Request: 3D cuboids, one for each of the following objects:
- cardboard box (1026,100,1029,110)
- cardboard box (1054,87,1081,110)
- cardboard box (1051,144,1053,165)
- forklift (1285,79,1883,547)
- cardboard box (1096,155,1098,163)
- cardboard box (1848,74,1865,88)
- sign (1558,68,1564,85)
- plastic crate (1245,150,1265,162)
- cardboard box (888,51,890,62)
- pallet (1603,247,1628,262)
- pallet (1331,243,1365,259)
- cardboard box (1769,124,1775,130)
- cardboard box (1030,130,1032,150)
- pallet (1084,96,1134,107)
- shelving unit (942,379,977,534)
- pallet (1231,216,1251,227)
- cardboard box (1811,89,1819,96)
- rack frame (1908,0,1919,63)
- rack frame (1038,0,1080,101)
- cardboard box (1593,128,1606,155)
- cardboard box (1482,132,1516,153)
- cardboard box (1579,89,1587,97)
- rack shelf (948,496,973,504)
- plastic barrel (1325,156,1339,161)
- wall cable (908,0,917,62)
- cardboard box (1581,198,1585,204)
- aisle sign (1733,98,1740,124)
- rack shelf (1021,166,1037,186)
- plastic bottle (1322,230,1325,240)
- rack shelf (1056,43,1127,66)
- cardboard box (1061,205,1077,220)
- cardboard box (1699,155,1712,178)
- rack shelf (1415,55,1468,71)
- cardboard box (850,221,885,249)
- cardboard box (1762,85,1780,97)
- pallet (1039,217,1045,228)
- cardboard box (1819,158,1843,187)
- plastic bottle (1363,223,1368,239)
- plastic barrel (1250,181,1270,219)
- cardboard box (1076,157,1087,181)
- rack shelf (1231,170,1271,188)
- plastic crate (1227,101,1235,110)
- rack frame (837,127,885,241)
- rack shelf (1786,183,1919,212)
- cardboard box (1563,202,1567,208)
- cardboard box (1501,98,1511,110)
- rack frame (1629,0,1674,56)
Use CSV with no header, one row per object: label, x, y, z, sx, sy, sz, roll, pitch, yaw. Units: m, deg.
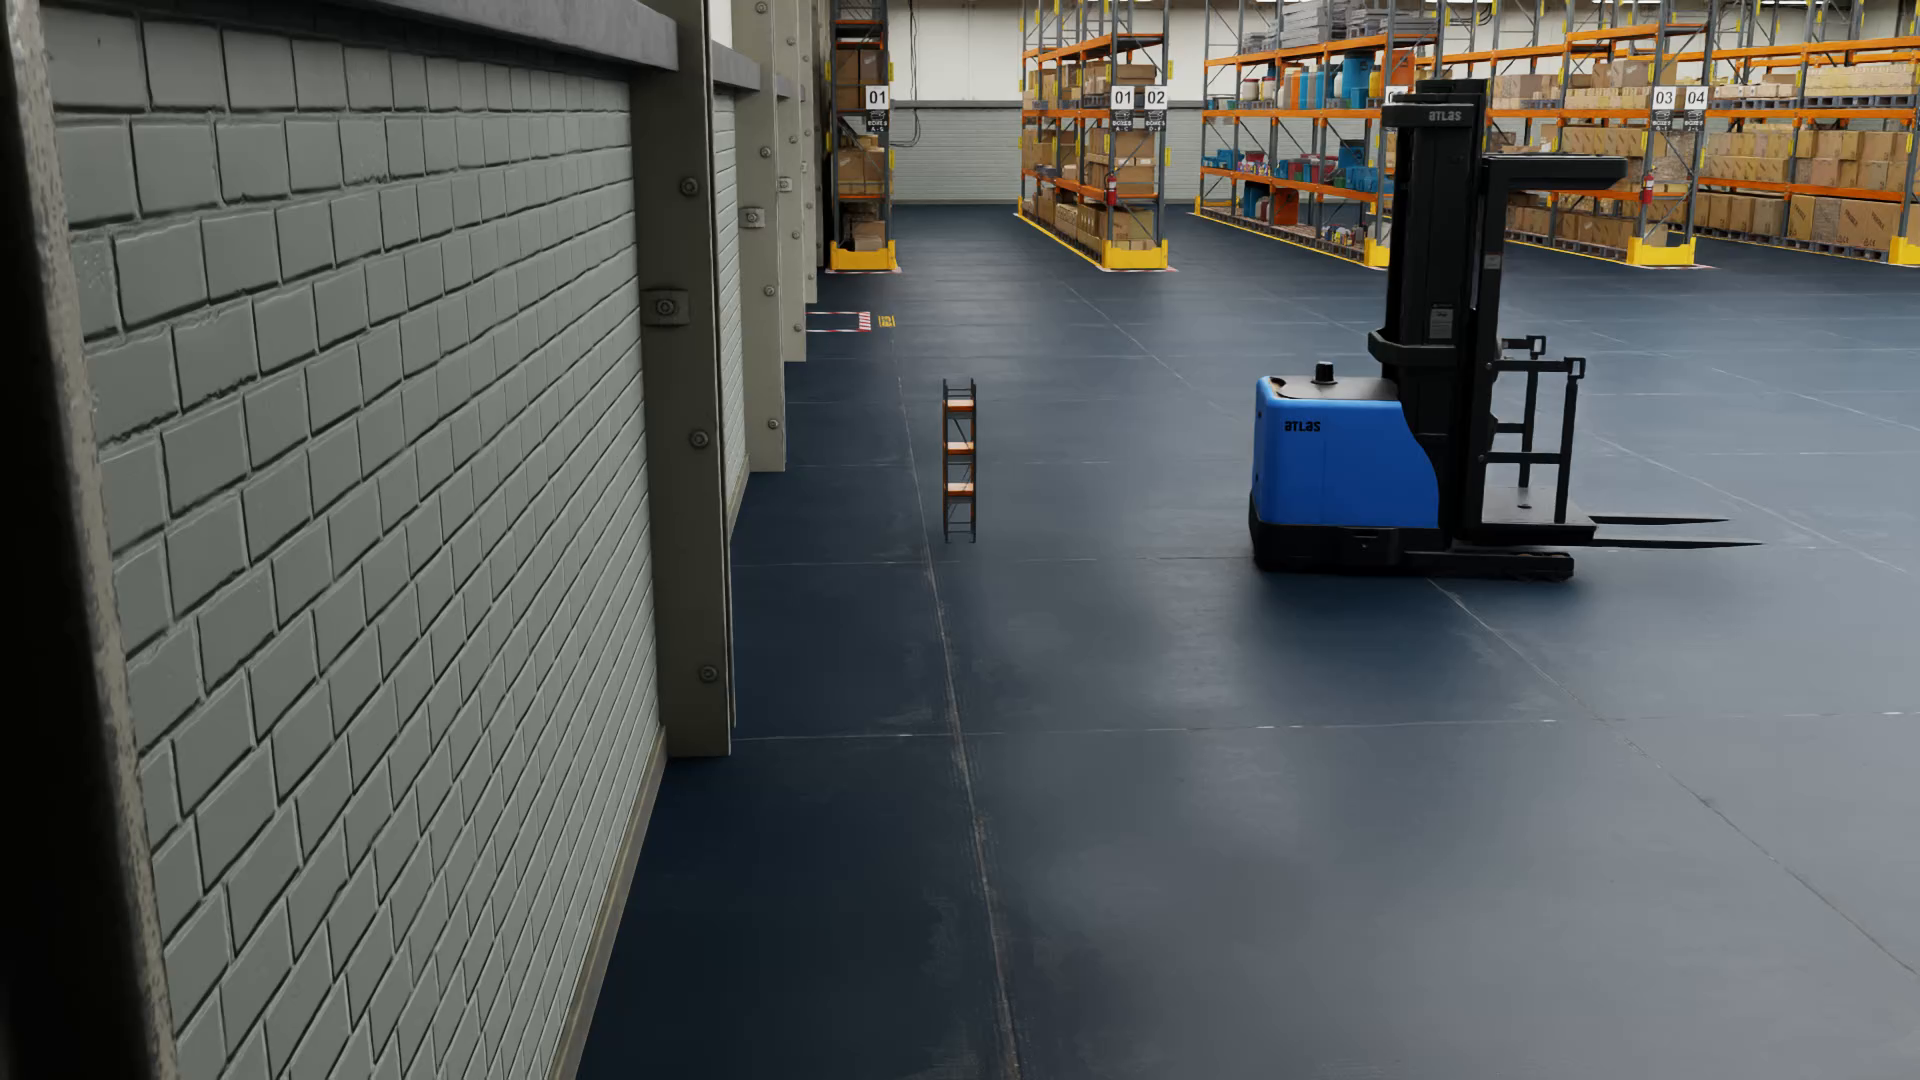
cardboard box,2.019,-11.413,43.647,0.500,0.250,0.500,-1,14,-3
cardboard box,2.626,-10.033,37.782,0.910,0.500,0.500,-1,14,-3
cardboard box,2.610,-9.233,39.846,0.700,0.500,0.500,-5,15,-18
forklift,15.309,-6.794,31.100,22.140,3.159,46.598,2,15,6
cardboard box,2.841,-7.402,32.272,0.380,0.149,0.250,-1,14,-5
cardboard box,17.626,-8.906,32.262,0.500,0.250,0.500,-1,14,-3
sign,12.268,-9.466,33.949,0.100,0.325,0.005,-1,14,-3
plastic crate,7.578,-9.781,42.771,0.402,0.464,0.583,-1,14,-3
cardboard box,-1.524,-8.578,30.077,0.500,0.500,0.500,-1,14,-4
pallet,13.050,-5.458,31.815,1.003,0.211,1.213,-1,14,-3
pallet,7.957,-5.683,32.690,1.003,0.211,1.213,-1,14,-3
cardboard box,21.834,-11.022,44.337,0.380,0.149,0.250,-1,14,-3
cardboard box,2.083,-10.326,42.934,0.500,0.500,0.500,-1,14,-3
pallet,3.013,-8.628,32.697,1.003,0.211,1.213,-1,14,-3
shelving unit,-0.003,-0.522,10.948,0.215,1.050,0.249,-1,14,-3
pallet,7.389,-7.952,41.508,1.003,0.211,1.213,-1,14,-3
cardboard box,17.480,-9.056,33.643,0.380,0.149,0.250,-1,14,-3
rack frame,26.923,-13.702,46.221,1.000,3.000,0.127,-1,14,-3
rack frame,2.438,-12.325,40.868,1.000,3.000,0.127,-1,14,-3
cardboard box,12.701,-7.770,32.400,0.500,0.500,0.500,-1,14,-3
cardboard box,12.545,-9.293,38.910,0.797,0.503,0.637,0,14,-2
cardboard box,12.614,-8.936,33.218,0.380,0.149,0.250,-1,14,-3
rack shelf,-0.003,-0.291,11.007,0.166,0.050,0.221,-1,14,-3
plastic barrel,7.992,-7.995,35.806,0.433,0.535,0.433,0,14,0
wall cable,-0.047,-15.638,49.842,3.097,2.526,0.112,-1,14,-3
cardboard box,16.952,-9.125,44.752,0.380,0.149,0.250,0,14,-1
aisle sign,21.675,-11.991,46.395,0.394,0.787,0.004,-1,14,-3
rack shelf,2.315,-9.568,43.638,1.077,0.370,4.000,-1,14,-3
plastic bottle,7.467,-6.252,34.037,0.097,0.201,0.097,0,14,0
rack shelf,2.810,-10.290,35.208,1.077,0.370,4.000,-1,14,-3
cardboard box,2.496,-7.176,36.445,0.500,0.311,0.500,-1,14,-5
cardboard box,17.289,-8.560,38.077,0.500,0.500,0.500,-1,14,-3
rack shelf,12.202,-12.432,43.531,1.077,0.370,4.000,-1,14,-3
cardboard box,-1.746,-5.858,31.909,0.700,0.500,0.500,-2,15,-7
cardboard box,17.482,-9.569,35.434,0.500,0.250,0.500,-1,14,-4
pallet,2.527,-7.867,41.179,1.003,0.211,1.213,-1,14,-3
cardboard box,17.786,-7.342,33.239,0.875,0.550,0.550,-1,14,-3
plastic bottle,8.218,-6.232,33.661,0.144,0.351,0.185,-2,15,-6
plastic barrel,7.443,-8.370,40.907,0.600,0.901,0.708,-1,14,-3
cardboard box,2.807,-8.056,36.115,0.500,0.500,0.500,-2,15,-6
rack shelf,7.506,-8.649,40.065,1.077,0.370,4.000,-1,14,-3
plastic crate,7.008,-11.088,42.417,0.416,0.233,0.300,-1,14,-3
rack frame,-2.010,-7.352,33.582,1.000,3.000,0.127,-1,14,-3
rack shelf,17.902,-6.787,32.830,1.077,0.370,4.000,-1,14,-3
cardboard box,16.846,-9.241,45.801,0.380,0.149,0.250,-1,14,-4
cardboard box,12.380,-9.708,37.019,0.500,0.250,0.500,-1,14,-2
rack frame,17.283,-12.528,41.658,1.000,3.000,0.127,-1,14,-3
